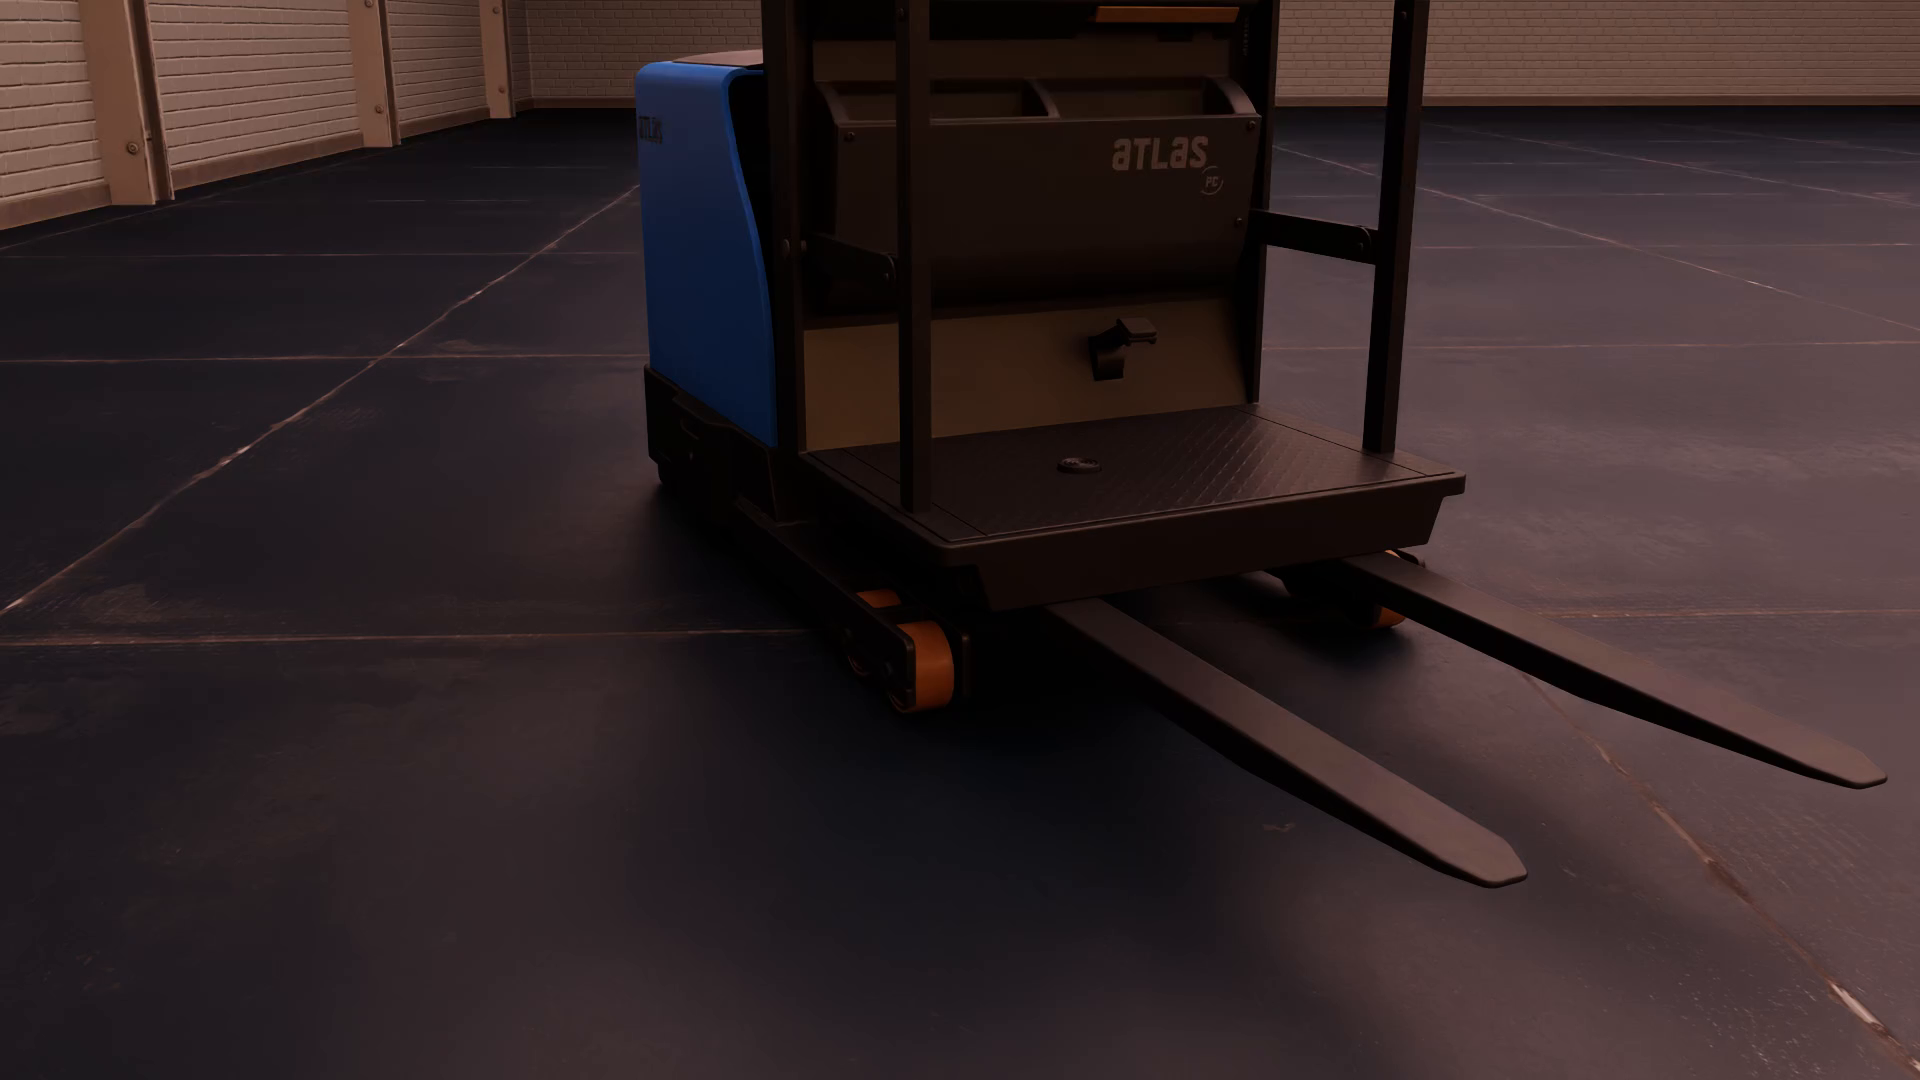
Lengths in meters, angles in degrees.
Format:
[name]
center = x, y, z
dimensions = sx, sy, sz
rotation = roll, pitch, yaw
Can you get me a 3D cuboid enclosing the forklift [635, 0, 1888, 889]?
[forklift]
center = 0.258, -1.240, 2.962
dimensions = 1.130, 2.935, 3.031
rotation = -8, 19, -24
